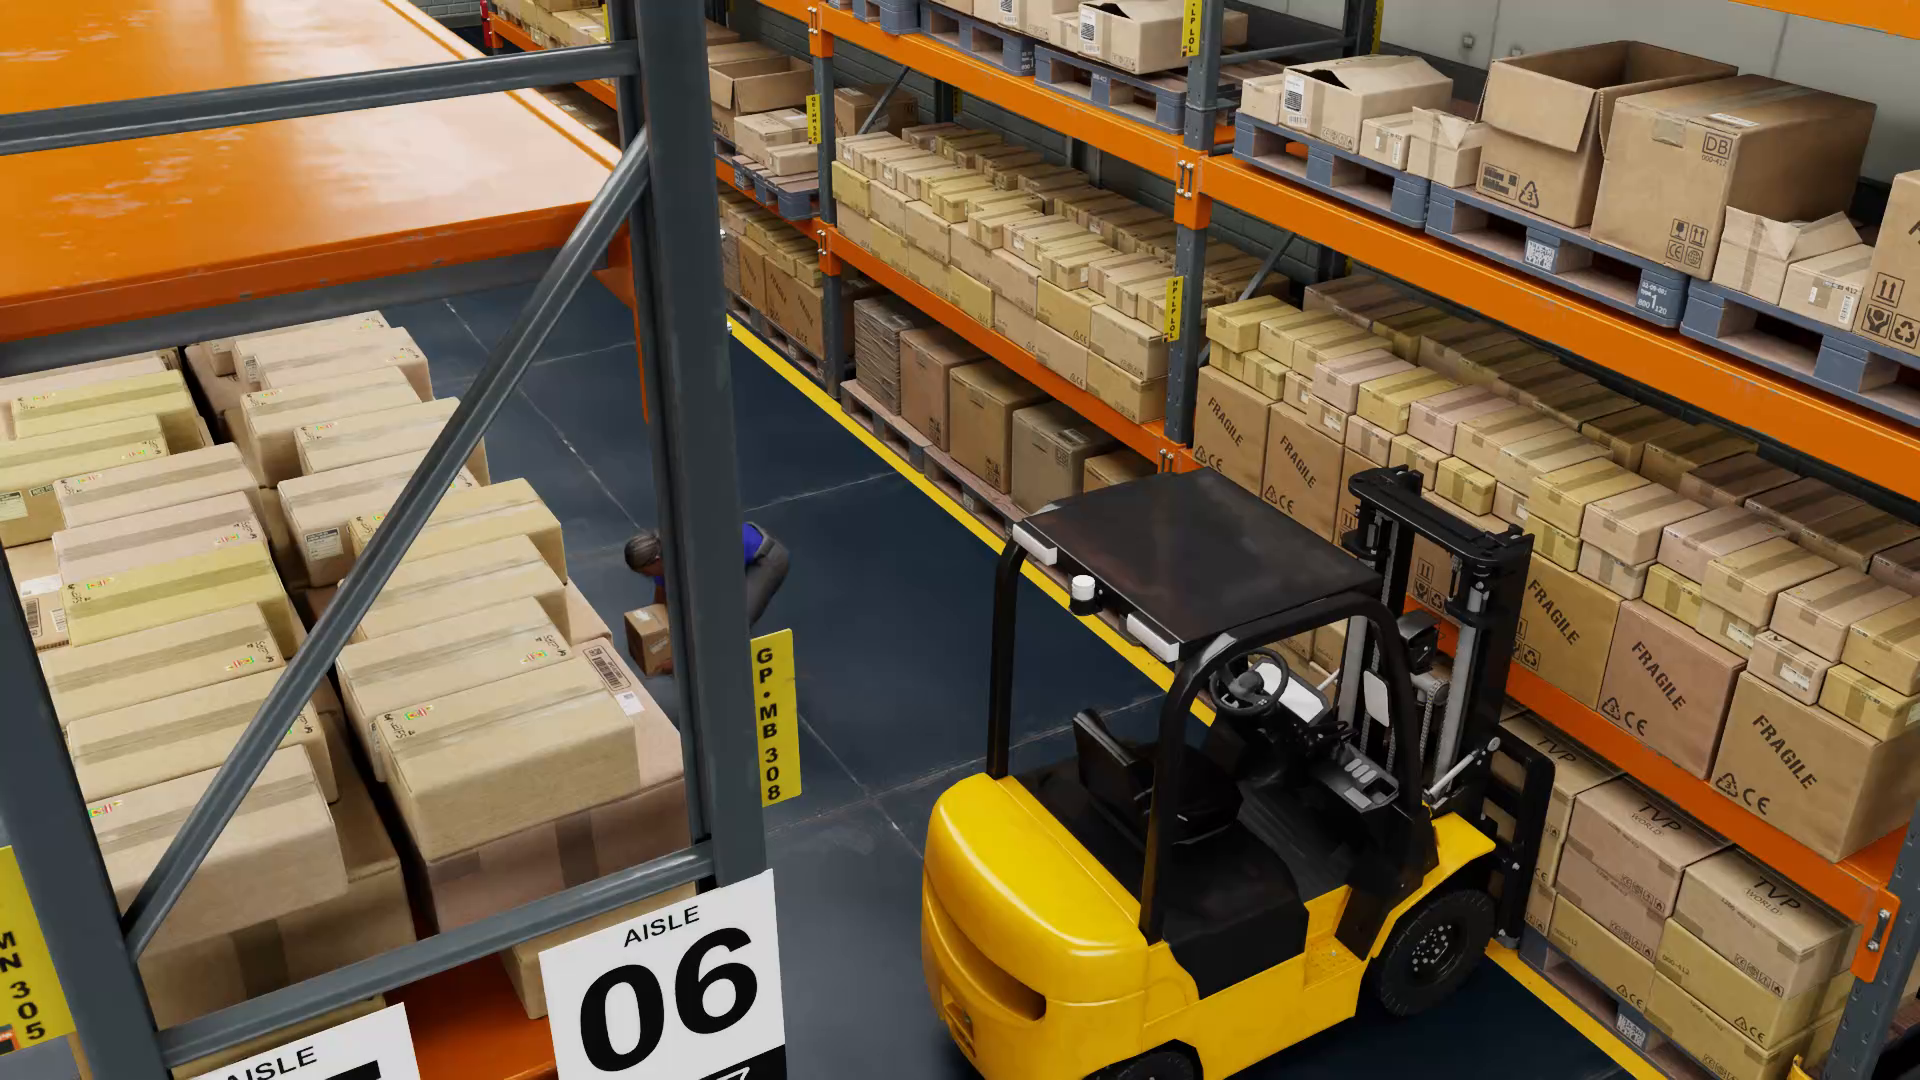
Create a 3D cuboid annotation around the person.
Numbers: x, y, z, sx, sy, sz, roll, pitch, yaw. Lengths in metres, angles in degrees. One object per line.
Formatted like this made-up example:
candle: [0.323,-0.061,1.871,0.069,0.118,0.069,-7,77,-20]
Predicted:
person: [-1.282,0.347,8.550,0.856,1.067,0.456,-18,34,-29]
